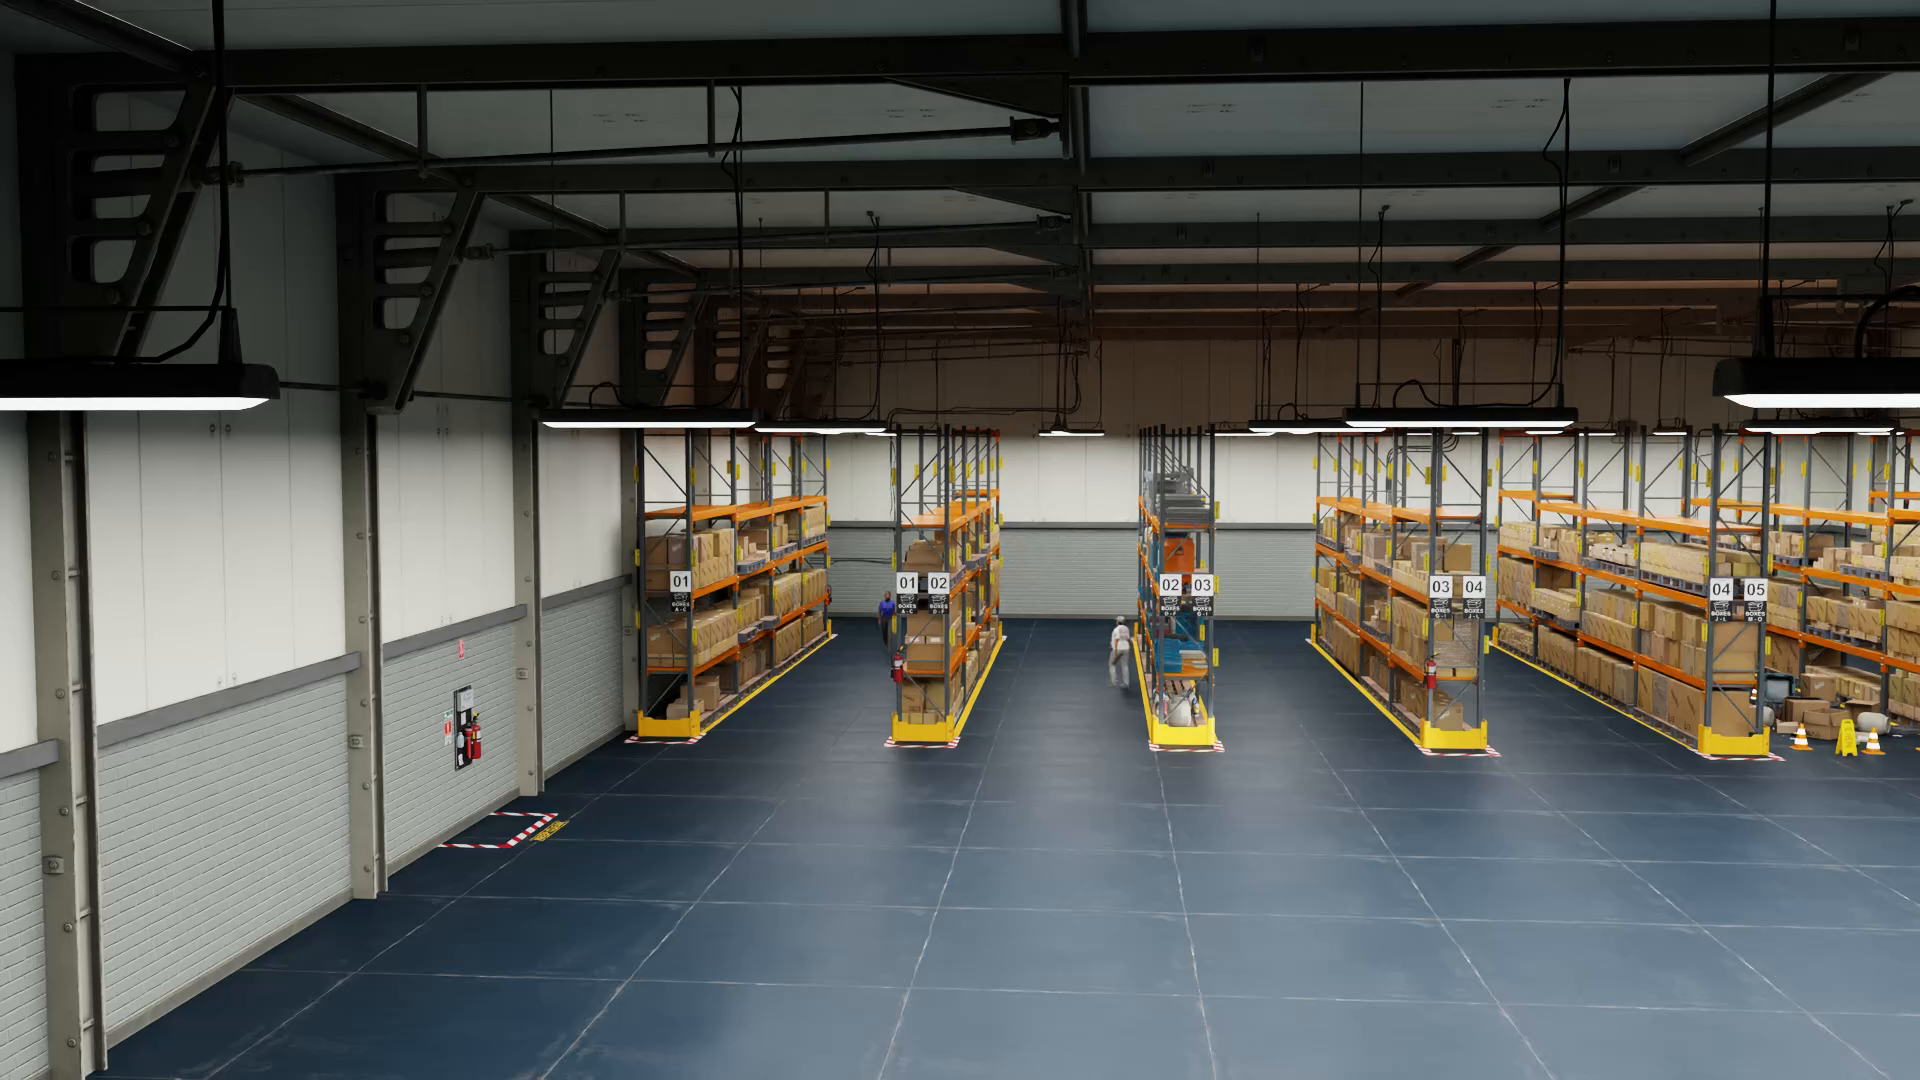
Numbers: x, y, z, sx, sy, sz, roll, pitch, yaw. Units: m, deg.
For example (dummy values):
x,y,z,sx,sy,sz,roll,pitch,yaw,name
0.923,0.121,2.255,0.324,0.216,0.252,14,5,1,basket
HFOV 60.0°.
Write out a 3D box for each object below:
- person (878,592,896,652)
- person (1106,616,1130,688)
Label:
x,y,z,sx,sy,sz,roll,pitch,yaw,name
-1.967,2.190,44.821,0.479,1.577,1.051,0,3,2,person
3.700,2.595,38.209,0.509,1.702,0.596,-2,4,-24,person
